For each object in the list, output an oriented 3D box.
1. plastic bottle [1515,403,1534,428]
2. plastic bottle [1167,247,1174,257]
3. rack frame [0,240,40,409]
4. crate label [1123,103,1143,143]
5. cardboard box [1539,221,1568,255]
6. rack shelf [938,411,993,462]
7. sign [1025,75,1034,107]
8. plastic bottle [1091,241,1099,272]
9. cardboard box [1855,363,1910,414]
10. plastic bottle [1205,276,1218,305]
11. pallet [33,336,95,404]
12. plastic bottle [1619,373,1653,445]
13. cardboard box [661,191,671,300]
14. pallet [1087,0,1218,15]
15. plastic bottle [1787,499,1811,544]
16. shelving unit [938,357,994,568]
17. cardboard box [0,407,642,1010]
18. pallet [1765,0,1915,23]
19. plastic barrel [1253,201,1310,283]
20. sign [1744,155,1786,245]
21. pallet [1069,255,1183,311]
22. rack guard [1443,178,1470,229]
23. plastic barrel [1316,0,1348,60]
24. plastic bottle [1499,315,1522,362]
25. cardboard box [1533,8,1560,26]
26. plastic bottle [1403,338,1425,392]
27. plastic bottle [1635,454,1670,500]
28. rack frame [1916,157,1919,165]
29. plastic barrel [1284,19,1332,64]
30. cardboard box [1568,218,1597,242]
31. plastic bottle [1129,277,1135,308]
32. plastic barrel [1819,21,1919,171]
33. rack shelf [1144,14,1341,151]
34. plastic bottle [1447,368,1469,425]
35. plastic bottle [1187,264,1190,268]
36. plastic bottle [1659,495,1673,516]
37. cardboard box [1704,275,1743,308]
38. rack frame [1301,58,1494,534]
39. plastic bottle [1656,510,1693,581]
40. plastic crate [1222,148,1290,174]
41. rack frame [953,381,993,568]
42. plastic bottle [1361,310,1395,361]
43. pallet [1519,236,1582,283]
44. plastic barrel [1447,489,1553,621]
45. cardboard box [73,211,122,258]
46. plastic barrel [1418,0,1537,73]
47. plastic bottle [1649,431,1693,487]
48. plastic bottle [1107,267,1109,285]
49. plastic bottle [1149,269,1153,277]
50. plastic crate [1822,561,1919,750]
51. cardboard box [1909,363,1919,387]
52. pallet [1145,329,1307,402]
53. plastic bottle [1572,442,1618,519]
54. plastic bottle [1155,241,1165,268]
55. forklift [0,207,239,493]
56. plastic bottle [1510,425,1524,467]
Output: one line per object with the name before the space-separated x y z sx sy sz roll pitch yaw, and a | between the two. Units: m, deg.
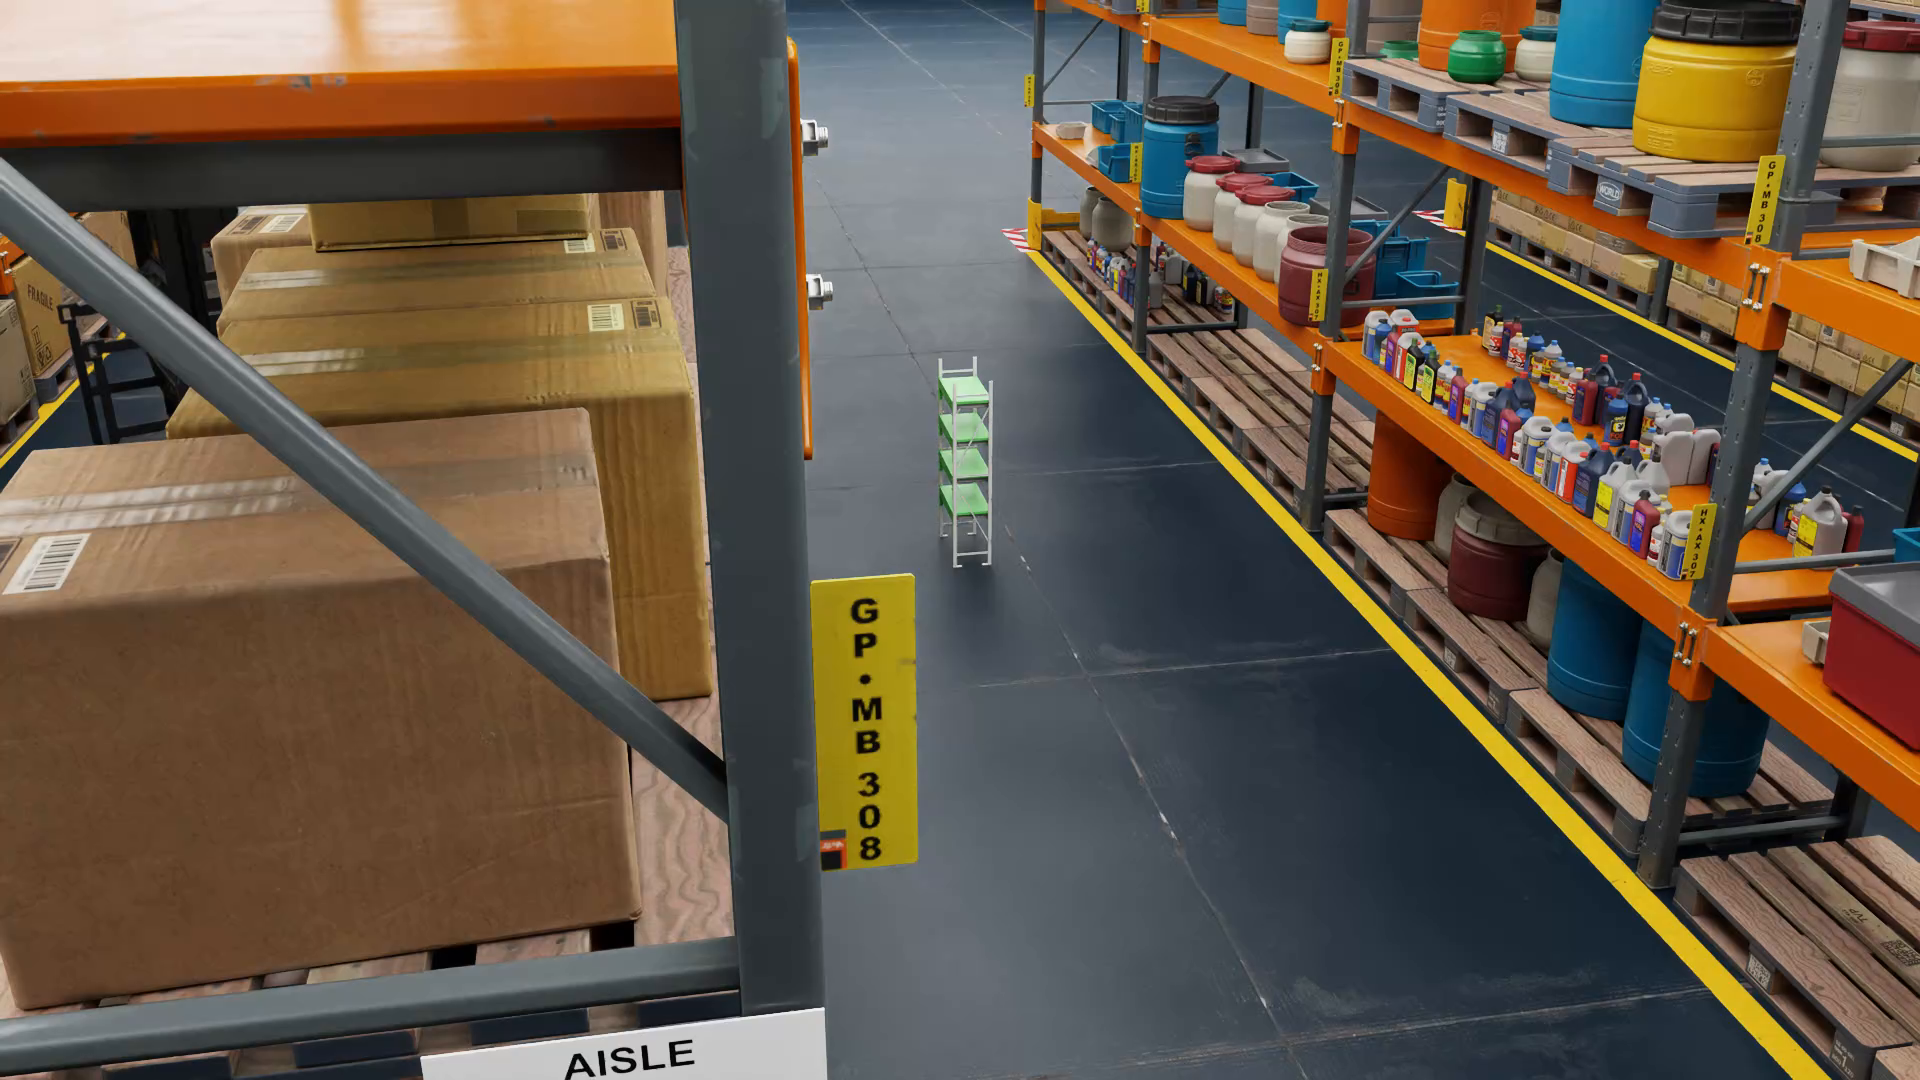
plastic bottle | 2.856 -0.564 8.453 0.097 0.271 0.097 0 24 0
plastic bottle | 2.086 -2.732 16.112 0.152 0.276 0.135 -5 24 -11
rack frame | -7.751 -2.357 12.400 1.000 3.000 0.127 -4 24 -10
crate label | 1.876 -3.937 15.972 0.502 0.435 0.616 -4 24 -10
cardboard box | 6.295 -3.105 17.022 0.500 0.250 0.500 -4 24 -10
rack shelf | 0.031 -0.646 10.290 0.258 0.148 0.480 -4 24 -10
sign | 0.728 -4.713 17.447 0.100 0.325 0.005 -4 24 -10
plastic bottle | 1.323 -2.755 16.154 0.061 0.283 0.133 -4 24 -9
cardboard box | 7.182 -1.167 12.585 0.500 0.250 0.500 -5 24 -10
plastic bottle | 2.295 -2.288 15.094 0.152 0.276 0.135 -3 24 -8
pallet | -7.815 -1.384 13.656 1.003 0.211 1.213 -4 24 -10
plastic bottle | 3.502 -0.687 8.638 0.144 0.351 0.185 -4 24 -10
cardboard box | -1.175 -0.893 4.526 0.700 0.500 0.500 -6 24 -13
pallet | 1.780 -4.616 14.059 1.213 0.211 1.003 -4 24 -10
plastic bottle | 3.776 -0.086 7.447 0.097 0.201 0.097 0 24 0
shelving unit | 0.031 -0.485 10.361 0.258 1.200 0.503 -4 24 -10
cardboard box | -0.788 0.176 2.077 0.700 0.500 0.500 -6 24 -13
pallet | 7.054 -4.357 13.471 0.805 0.209 1.217 -5 24 -12
plastic barrel | 2.271 -2.084 11.634 0.421 0.512 0.421 0 24 0
sign | 2.948 -1.243 6.090 0.100 0.325 0.005 -4 24 -10
pallet | 1.697 -2.522 16.260 1.003 0.211 1.213 -4 24 -10
rack guard | 6.134 -3.854 18.949 1.175 0.500 0.348 -4 24 -10
plastic barrel | 2.690 -3.646 11.065 0.600 0.830 0.708 -4 24 -10
plastic bottle | 3.286 -1.206 9.910 0.061 0.283 0.133 -4 24 -10
cardboard box | 6.325 -5.218 17.205 0.700 0.500 0.500 -5 24 -11
plastic bottle | 2.577 -0.992 9.420 0.061 0.283 0.133 -4 24 -10
plastic bottle | 3.139 -0.230 7.591 0.144 0.351 0.185 -4 24 -10
rack frame | 11.006 -5.358 19.270 1.000 3.000 0.127 -4 24 -10
plastic barrel | 2.285 -3.272 10.919 0.301 0.262 0.301 0 24 0
cardboard box | 6.400 -3.253 16.424 0.500 0.500 0.500 -4 24 -10
plastic bottle | 1.607 -2.271 14.962 0.144 0.351 0.185 -5 24 -11
plastic barrel | 3.638 -1.760 6.589 0.433 0.535 0.433 0 24 0
rack shelf | 2.379 -3.310 11.731 1.077 0.370 4.000 -4 24 -10
plastic bottle | 2.680 -0.773 8.917 0.061 0.283 0.133 -4 24 -10
plastic bottle | 2.169 -2.480 15.540 0.097 0.271 0.097 0 24 0
plastic bottle | 3.150 -0.105 7.491 0.097 0.201 0.097 0 24 0
cardboard box | 6.797 -2.228 14.313 0.500 0.311 0.500 -5 24 -10
rack frame | 2.749 -1.478 10.386 1.000 3.000 0.127 -4 24 -10
plastic bottle | 3.098 0.021 7.109 0.152 0.276 0.135 -4 24 -10
plastic crate | 2.400 -2.913 13.592 0.402 0.464 0.583 -4 24 -10
rack frame | 0.076 -0.389 10.141 0.240 1.200 0.015 -4 24 -10
plastic bottle | 2.512 -1.227 9.967 0.152 0.276 0.135 -4 24 -10
pallet | 6.543 -2.935 17.207 1.003 0.211 1.213 -4 24 -10
plastic barrel | 3.065 0.070 9.330 0.600 0.588 0.708 -4 24 -10
cardboard box | -8.136 -2.542 14.952 0.875 0.875 0.875 -5 24 -11
plastic barrel | 2.851 -3.018 9.104 0.600 0.830 0.708 -4 24 -10
plastic bottle | 3.457 -0.411 8.098 0.152 0.276 0.135 -4 24 -10
plastic bottle | 1.437 -2.514 15.704 0.097 0.201 0.097 0 24 0
plastic bottle | 1.713 -2.333 15.198 0.152 0.276 0.135 -4 24 -10
plastic crate | 3.407 0.408 5.913 0.402 0.464 0.583 -4 24 -10
cardboard box | 7.279 -1.220 12.006 0.500 0.311 0.500 -4 24 -8
pallet | 2.193 -1.467 13.846 1.003 0.211 1.213 -4 24 -10
plastic bottle | 2.963 -0.292 7.733 0.144 0.351 0.185 -4 24 -10
plastic bottle | 1.955 -2.782 16.217 0.061 0.283 0.133 -4 24 -10
forklift | -5.352 -1.541 10.617 3.031 2.935 1.130 -15 28 -31
plastic bottle | 2.821 -0.475 8.337 0.097 0.201 0.097 0 24 0
